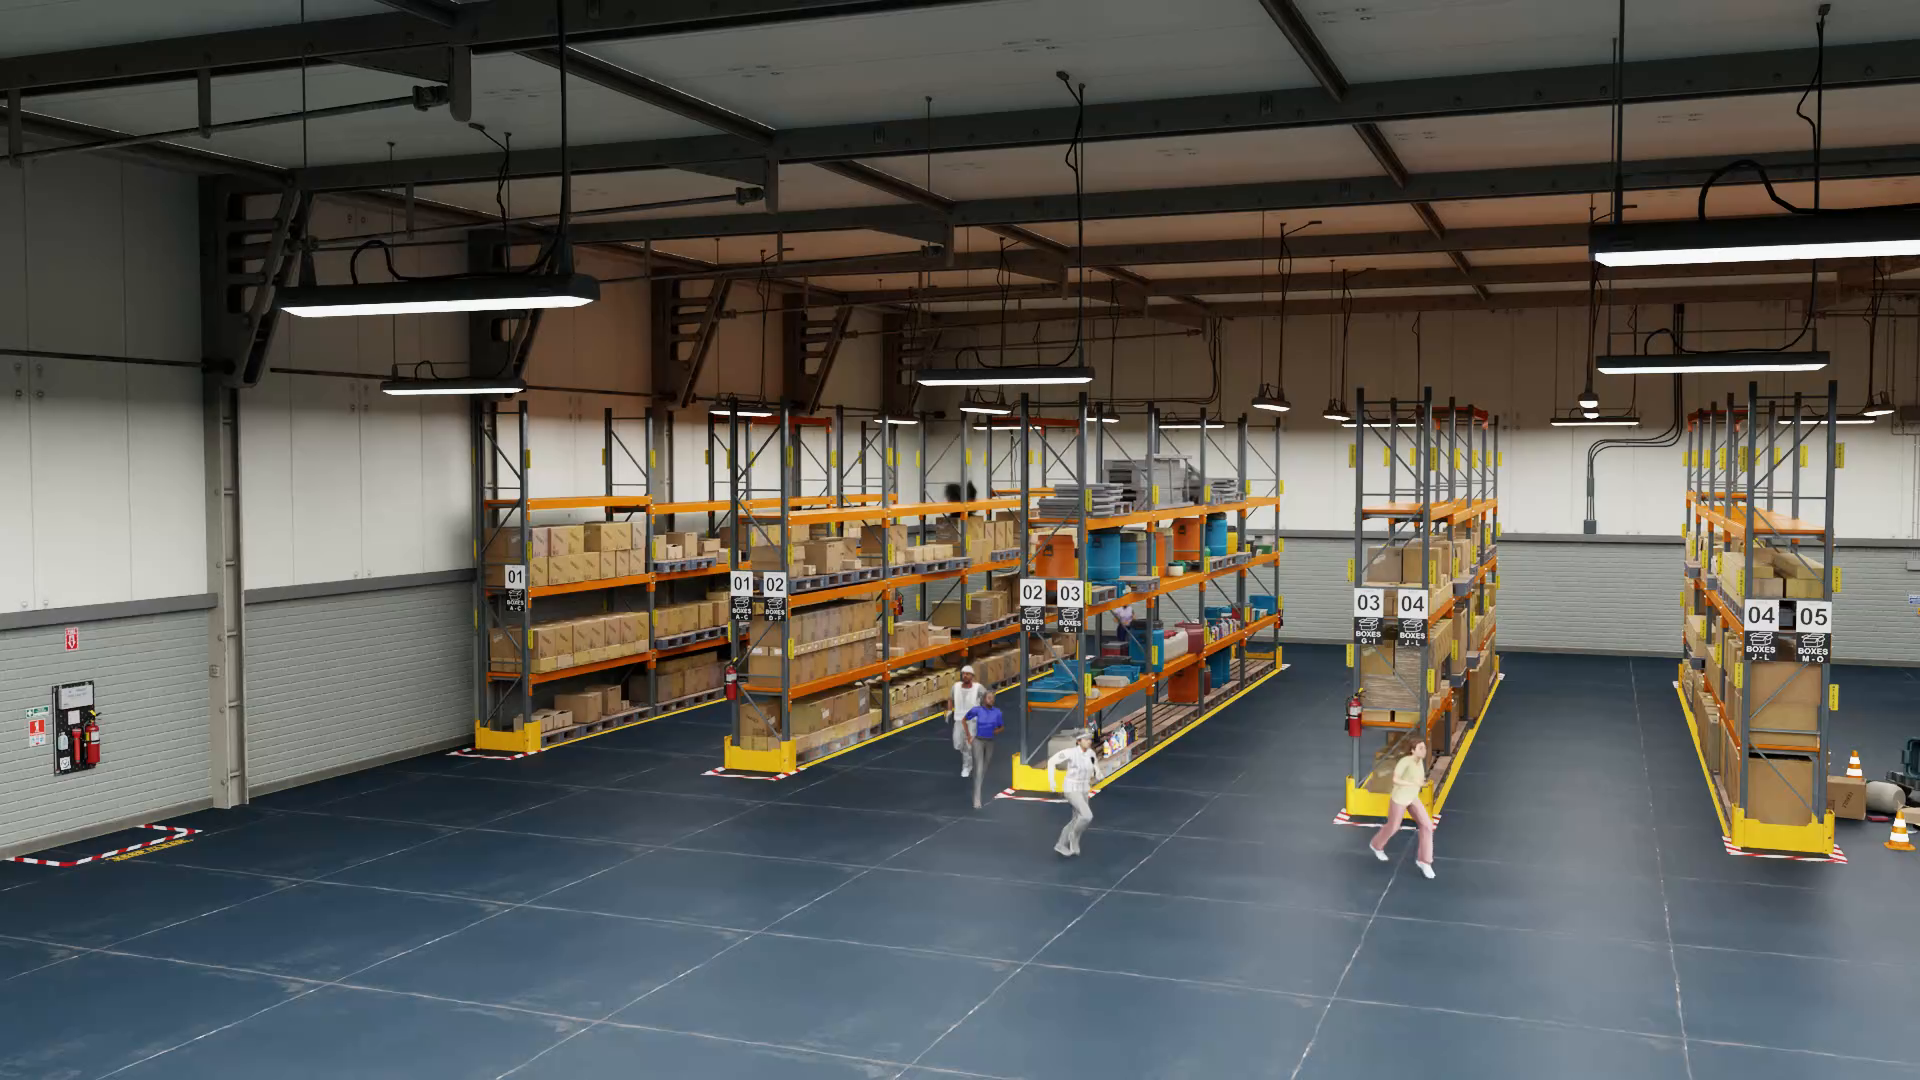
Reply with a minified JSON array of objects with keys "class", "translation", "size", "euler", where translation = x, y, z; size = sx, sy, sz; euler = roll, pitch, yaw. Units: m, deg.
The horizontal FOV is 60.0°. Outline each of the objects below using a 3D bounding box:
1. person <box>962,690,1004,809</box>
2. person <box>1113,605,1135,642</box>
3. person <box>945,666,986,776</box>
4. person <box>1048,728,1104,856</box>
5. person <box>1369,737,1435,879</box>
[{"class":"person","translation":[0.355,3.024,24.190],"size":[0.581,1.700,0.808],"euler":[-1,3,-19]},{"class":"person","translation":[4.010,2.221,40.426],"size":[0.610,1.669,0.902],"euler":[0,3,-8]},{"class":"person","translation":[0.124,2.857,26.403],"size":[0.688,1.737,0.599],"euler":[1,3,15]},{"class":"person","translation":[1.475,3.150,20.737],"size":[0.645,1.638,0.732],"euler":[-2,4,-40]},{"class":"person","translation":[5.361,3.203,20.194],"size":[0.578,1.671,1.012],"euler":[-2,3,-30]}]
